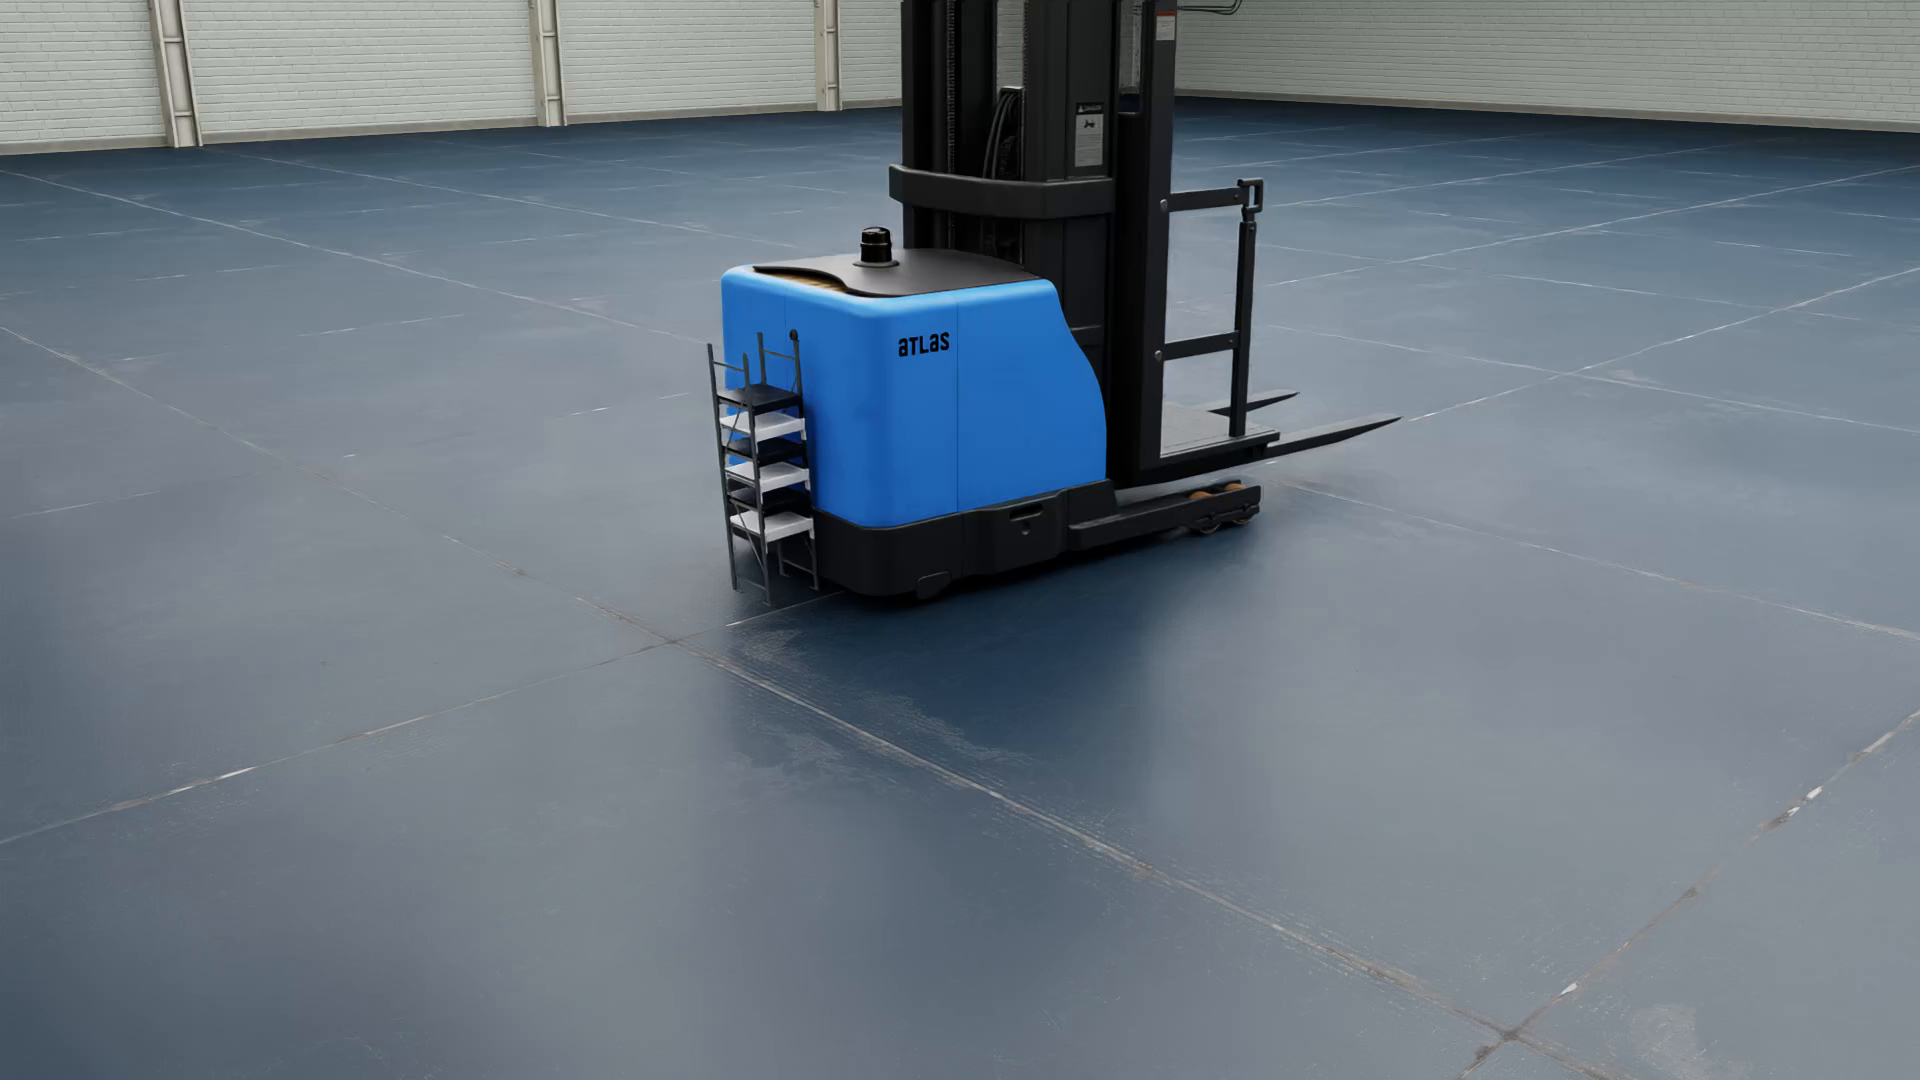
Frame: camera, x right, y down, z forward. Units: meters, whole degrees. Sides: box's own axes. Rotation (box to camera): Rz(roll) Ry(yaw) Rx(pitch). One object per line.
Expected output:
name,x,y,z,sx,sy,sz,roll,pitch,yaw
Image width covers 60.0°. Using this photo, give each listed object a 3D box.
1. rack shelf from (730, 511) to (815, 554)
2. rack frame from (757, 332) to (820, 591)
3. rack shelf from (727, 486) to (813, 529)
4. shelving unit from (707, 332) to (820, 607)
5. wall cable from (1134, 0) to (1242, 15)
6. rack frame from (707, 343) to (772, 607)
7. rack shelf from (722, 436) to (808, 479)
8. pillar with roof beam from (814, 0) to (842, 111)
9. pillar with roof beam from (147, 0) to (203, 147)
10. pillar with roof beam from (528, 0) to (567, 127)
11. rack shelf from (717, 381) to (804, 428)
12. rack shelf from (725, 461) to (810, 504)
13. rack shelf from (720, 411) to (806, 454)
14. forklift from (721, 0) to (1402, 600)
rack shelf,-0.666,-0.043,5.830,0.200,0.077,0.258,-19,25,-36
rack frame,-0.599,-0.270,5.815,0.006,0.900,0.240,-19,25,-36
rack shelf,-0.670,-0.128,5.798,0.200,0.077,0.258,-19,25,-36
shelving unit,-0.676,-0.243,5.755,0.210,0.900,0.258,-19,25,-36
wall cable,4.898,-12.658,35.969,0.112,2.526,3.097,-16,24,-41
rack frame,-0.754,-0.217,5.695,0.006,0.900,0.240,-19,25,-36
rack shelf,-0.679,-0.296,5.736,0.200,0.077,0.258,-19,25,-36
pillar with roof beam,0.447,-11.571,27.582,0.400,9.000,9.100,-16,24,-41
pillar with roof beam,-8.272,-9.028,19.739,0.400,9.000,9.100,-16,24,-41
pillar with roof beam,-3.912,-10.300,23.661,0.400,9.000,9.100,-16,24,-41
rack shelf,-0.688,-0.465,5.673,0.200,0.077,0.258,-19,25,-36
rack shelf,-0.675,-0.212,5.767,0.200,0.077,0.258,-19,25,-36
rack shelf,-0.684,-0.380,5.704,0.200,0.077,0.258,-19,25,-36
forklift,0.586,-1.534,6.463,3.031,2.935,1.130,-13,22,-36
